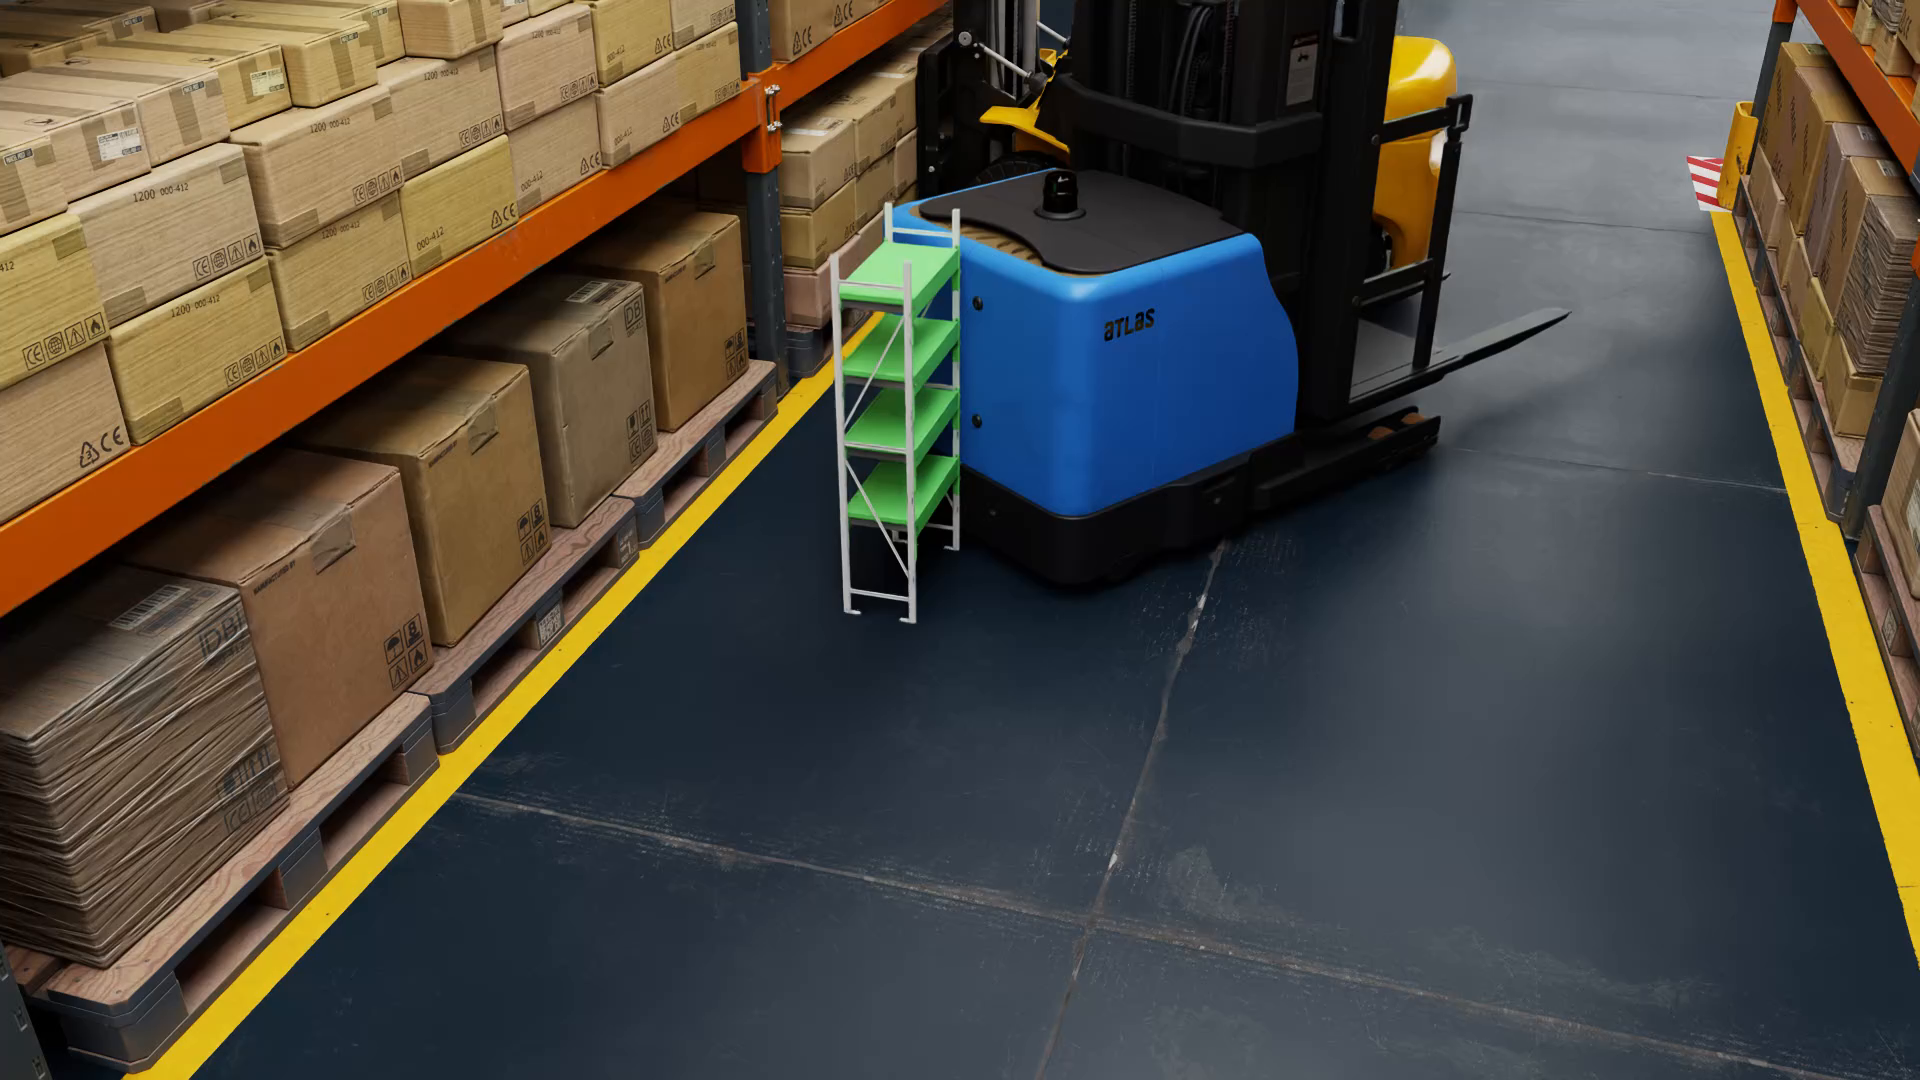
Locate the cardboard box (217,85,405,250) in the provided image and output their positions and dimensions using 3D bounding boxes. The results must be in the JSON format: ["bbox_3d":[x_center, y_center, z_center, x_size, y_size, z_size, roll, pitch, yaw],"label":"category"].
[{"bbox_3d":[-1.687,-0.907,3.935,0.500,0.250,0.500,8,30,14],"label":"cardboard box"}]

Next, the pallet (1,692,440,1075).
[{"bbox_3d":[-2.091,0.732,4.217,1.003,0.211,1.213,8,30,15],"label":"pallet"}]

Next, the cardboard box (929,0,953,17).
[{"bbox_3d":[-0.003,-2.750,8.975,0.500,0.250,0.500,9,30,16],"label":"cardboard box"}]

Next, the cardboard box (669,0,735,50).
[{"bbox_3d":[-1.096,-1.857,5.642,0.500,0.250,0.500,8,30,14],"label":"cardboard box"}]

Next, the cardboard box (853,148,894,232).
[{"bbox_3d":[-0.613,-1.584,7.394,0.500,0.250,0.500,8,30,15],"label":"cardboard box"}]

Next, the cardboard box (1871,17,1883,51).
[{"bbox_3d":[3.752,-1.932,6.396,0.380,0.149,0.250,8,30,14],"label":"cardboard box"}]

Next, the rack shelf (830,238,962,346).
[{"bbox_3d":[-0.186,-0.755,5.017,0.258,0.148,0.480,8,30,14],"label":"rack shelf"}]

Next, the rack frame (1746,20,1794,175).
[{"bbox_3d":[4.724,-3.121,8.274,1.000,3.000,0.127,8,30,15],"label":"rack frame"}]

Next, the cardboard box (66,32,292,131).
[{"bbox_3d":[-1.757,-1.034,3.754,0.380,0.149,0.250,9,30,15],"label":"cardboard box"}]

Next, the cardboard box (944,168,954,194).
[{"bbox_3d":[-0.299,-1.840,8.369,0.500,0.250,0.500,9,30,16],"label":"cardboard box"}]

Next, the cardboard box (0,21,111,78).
[{"bbox_3d":[-2.207,-1.100,3.872,0.380,0.149,0.250,8,30,15],"label":"cardboard box"}]

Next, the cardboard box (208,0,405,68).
[{"bbox_3d":[-1.642,-1.279,4.193,0.380,0.149,0.250,8,30,15],"label":"cardboard box"}]

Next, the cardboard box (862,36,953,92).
[{"bbox_3d":[-0.298,-2.279,8.130,0.500,0.250,0.500,8,30,14],"label":"cardboard box"}]

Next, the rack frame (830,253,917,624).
[{"bbox_3d":[-0.255,-0.278,5.015,0.240,1.200,0.015,8,30,14],"label":"rack frame"}]

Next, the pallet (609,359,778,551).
[{"bbox_3d":[-1.375,-0.402,6.255,1.003,0.211,1.213,8,30,15],"label":"pallet"}]

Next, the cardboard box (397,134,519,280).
[{"bbox_3d":[-1.556,-0.930,4.490,0.500,0.250,0.500,9,30,16],"label":"cardboard box"}]

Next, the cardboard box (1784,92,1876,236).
[{"bbox_3d":[3.912,-1.608,7.181,0.500,0.500,0.500,9,30,16],"label":"cardboard box"}]

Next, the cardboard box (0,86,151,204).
[{"bbox_3d":[-1.867,-0.790,3.315,0.380,0.149,0.250,9,30,16],"label":"cardboard box"}]

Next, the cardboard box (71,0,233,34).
[{"bbox_3d":[-2.036,-1.333,4.291,0.380,0.149,0.250,9,30,16],"label":"cardboard box"}]

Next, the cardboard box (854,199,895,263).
[{"bbox_3d":[-0.603,-1.366,7.517,0.500,0.250,0.500,8,30,14],"label":"cardboard box"}]

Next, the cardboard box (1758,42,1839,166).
[{"bbox_3d":[4.217,-2.084,8.035,0.500,0.500,0.500,7,30,13],"label":"cardboard box"}]

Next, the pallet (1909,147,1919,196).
[{"bbox_3d":[3.187,-0.844,4.378,1.003,0.211,1.213,8,30,15],"label":"pallet"}]

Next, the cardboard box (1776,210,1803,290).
[{"bbox_3d":[3.918,-1.276,7.354,0.500,0.250,0.500,11,31,18],"label":"cardboard box"}]

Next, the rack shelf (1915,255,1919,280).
[{"bbox_3d":[2.963,-0.018,3.437,1.077,0.370,4.000,8,30,15],"label":"rack shelf"}]

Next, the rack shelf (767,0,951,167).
[{"bbox_3d":[-0.609,-2.584,8.049,1.077,0.370,4.000,8,30,15],"label":"rack shelf"}]

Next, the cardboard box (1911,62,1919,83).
[{"bbox_3d":[3.657,-1.686,5.953,0.380,0.149,0.250,8,30,14],"label":"cardboard box"}]

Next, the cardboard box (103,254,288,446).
[{"bbox_3d":[-1.854,-0.448,3.625,0.500,0.250,0.500,8,30,14],"label":"cardboard box"}]

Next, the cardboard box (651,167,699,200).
[{"bbox_3d":[-1.237,-1.644,6.987,0.500,0.250,0.500,9,30,16],"label":"cardboard box"}]

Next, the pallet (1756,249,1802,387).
[{"bbox_3d":[4.070,-0.929,7.203,1.003,0.211,1.213,8,30,15],"label":"pallet"}]

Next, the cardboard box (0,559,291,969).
[{"bbox_3d":[-2.174,0.457,3.854,0.875,0.625,0.625,9,30,16],"label":"cardboard box"}]

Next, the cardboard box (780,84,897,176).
[{"bbox_3d":[-0.594,-1.804,7.274,0.500,0.250,0.500,9,30,15],"label":"cardboard box"}]

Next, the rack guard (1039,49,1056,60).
[{"bbox_3d":[-0.015,-2.746,10.172,1.175,0.500,0.348,8,30,15],"label":"rack guard"}]

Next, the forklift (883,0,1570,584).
[{"bbox_3d":[1.192,-1.715,5.818,3.031,2.935,1.130,-21,36,-33],"label":"forklift"}]

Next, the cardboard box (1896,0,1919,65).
[{"bbox_3d":[3.587,-1.918,5.703,0.500,0.500,0.500,10,30,17],"label":"cardboard box"}]

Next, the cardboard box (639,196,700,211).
[{"bbox_3d":[-1.249,-1.424,7.107,0.500,0.250,0.500,8,30,14],"label":"cardboard box"}]

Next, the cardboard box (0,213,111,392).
[{"bbox_3d":[-1.983,-0.430,3.078,0.500,0.250,0.500,8,30,15],"label":"cardboard box"}]

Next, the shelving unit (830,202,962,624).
[{"bbox_3d":[-0.186,-0.391,5.219,0.258,1.200,0.503,8,30,14],"label":"shelving unit"}]

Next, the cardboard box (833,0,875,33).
[{"bbox_3d":[-0.679,-2.426,6.922,0.500,0.500,0.500,9,30,16],"label":"cardboard box"}]

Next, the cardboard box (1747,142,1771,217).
[{"bbox_3d":[4.223,-1.767,8.238,0.500,0.250,0.500,8,30,14],"label":"cardboard box"}]

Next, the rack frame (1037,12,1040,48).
[{"bbox_3d":[-0.022,-3.827,9.544,1.000,3.000,0.127,8,30,15],"label":"rack frame"}]

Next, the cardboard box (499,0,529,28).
[{"bbox_3d":[-1.431,-1.507,4.604,0.380,0.149,0.250,9,30,15],"label":"cardboard box"}]

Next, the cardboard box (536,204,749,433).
[{"bbox_3d":[-1.339,-0.870,6.239,0.875,0.625,0.625,10,31,17],"label":"cardboard box"}]

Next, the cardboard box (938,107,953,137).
[{"bbox_3d":[-0.305,-2.050,8.233,0.500,0.250,0.500,8,30,15],"label":"cardboard box"}]

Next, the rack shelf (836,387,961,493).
[{"bbox_3d":[-0.186,-0.336,5.250,0.258,0.148,0.480,8,30,14],"label":"rack shelf"}]

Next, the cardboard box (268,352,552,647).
[{"bbox_3d":[-1.792,-0.161,4.964,0.875,0.625,0.625,7,30,13],"label":"cardboard box"}]

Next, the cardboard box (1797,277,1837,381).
[{"bbox_3d":[3.613,-0.806,6.509,0.500,0.250,0.500,8,30,14],"label":"cardboard box"}]

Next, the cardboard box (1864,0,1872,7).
[{"bbox_3d":[3.881,-2.398,6.567,0.500,0.500,0.500,8,30,14],"label":"cardboard box"}]

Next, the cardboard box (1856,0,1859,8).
[{"bbox_3d":[4.028,-2.284,7.028,0.380,0.149,0.250,10,30,17],"label":"cardboard box"}]

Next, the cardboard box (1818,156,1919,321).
[{"bbox_3d":[3.615,-1.121,6.305,0.500,0.500,0.500,9,30,16],"label":"cardboard box"}]

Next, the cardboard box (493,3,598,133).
[{"bbox_3d":[-1.396,-1.380,4.785,0.500,0.250,0.500,9,30,16],"label":"cardboard box"}]

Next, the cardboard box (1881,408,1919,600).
[{"bbox_3d":[3.398,-0.053,5.031,0.950,0.372,0.625,9,30,16],"label":"cardboard box"}]

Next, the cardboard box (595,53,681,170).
[{"bbox_3d":[-1.236,-1.397,5.330,0.500,0.250,0.500,8,30,15],"label":"cardboard box"}]

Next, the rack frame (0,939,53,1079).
[{"bbox_3d":[-2.367,-0.109,2.860,0.949,2.616,0.053,8,30,15],"label":"rack frame"}]
